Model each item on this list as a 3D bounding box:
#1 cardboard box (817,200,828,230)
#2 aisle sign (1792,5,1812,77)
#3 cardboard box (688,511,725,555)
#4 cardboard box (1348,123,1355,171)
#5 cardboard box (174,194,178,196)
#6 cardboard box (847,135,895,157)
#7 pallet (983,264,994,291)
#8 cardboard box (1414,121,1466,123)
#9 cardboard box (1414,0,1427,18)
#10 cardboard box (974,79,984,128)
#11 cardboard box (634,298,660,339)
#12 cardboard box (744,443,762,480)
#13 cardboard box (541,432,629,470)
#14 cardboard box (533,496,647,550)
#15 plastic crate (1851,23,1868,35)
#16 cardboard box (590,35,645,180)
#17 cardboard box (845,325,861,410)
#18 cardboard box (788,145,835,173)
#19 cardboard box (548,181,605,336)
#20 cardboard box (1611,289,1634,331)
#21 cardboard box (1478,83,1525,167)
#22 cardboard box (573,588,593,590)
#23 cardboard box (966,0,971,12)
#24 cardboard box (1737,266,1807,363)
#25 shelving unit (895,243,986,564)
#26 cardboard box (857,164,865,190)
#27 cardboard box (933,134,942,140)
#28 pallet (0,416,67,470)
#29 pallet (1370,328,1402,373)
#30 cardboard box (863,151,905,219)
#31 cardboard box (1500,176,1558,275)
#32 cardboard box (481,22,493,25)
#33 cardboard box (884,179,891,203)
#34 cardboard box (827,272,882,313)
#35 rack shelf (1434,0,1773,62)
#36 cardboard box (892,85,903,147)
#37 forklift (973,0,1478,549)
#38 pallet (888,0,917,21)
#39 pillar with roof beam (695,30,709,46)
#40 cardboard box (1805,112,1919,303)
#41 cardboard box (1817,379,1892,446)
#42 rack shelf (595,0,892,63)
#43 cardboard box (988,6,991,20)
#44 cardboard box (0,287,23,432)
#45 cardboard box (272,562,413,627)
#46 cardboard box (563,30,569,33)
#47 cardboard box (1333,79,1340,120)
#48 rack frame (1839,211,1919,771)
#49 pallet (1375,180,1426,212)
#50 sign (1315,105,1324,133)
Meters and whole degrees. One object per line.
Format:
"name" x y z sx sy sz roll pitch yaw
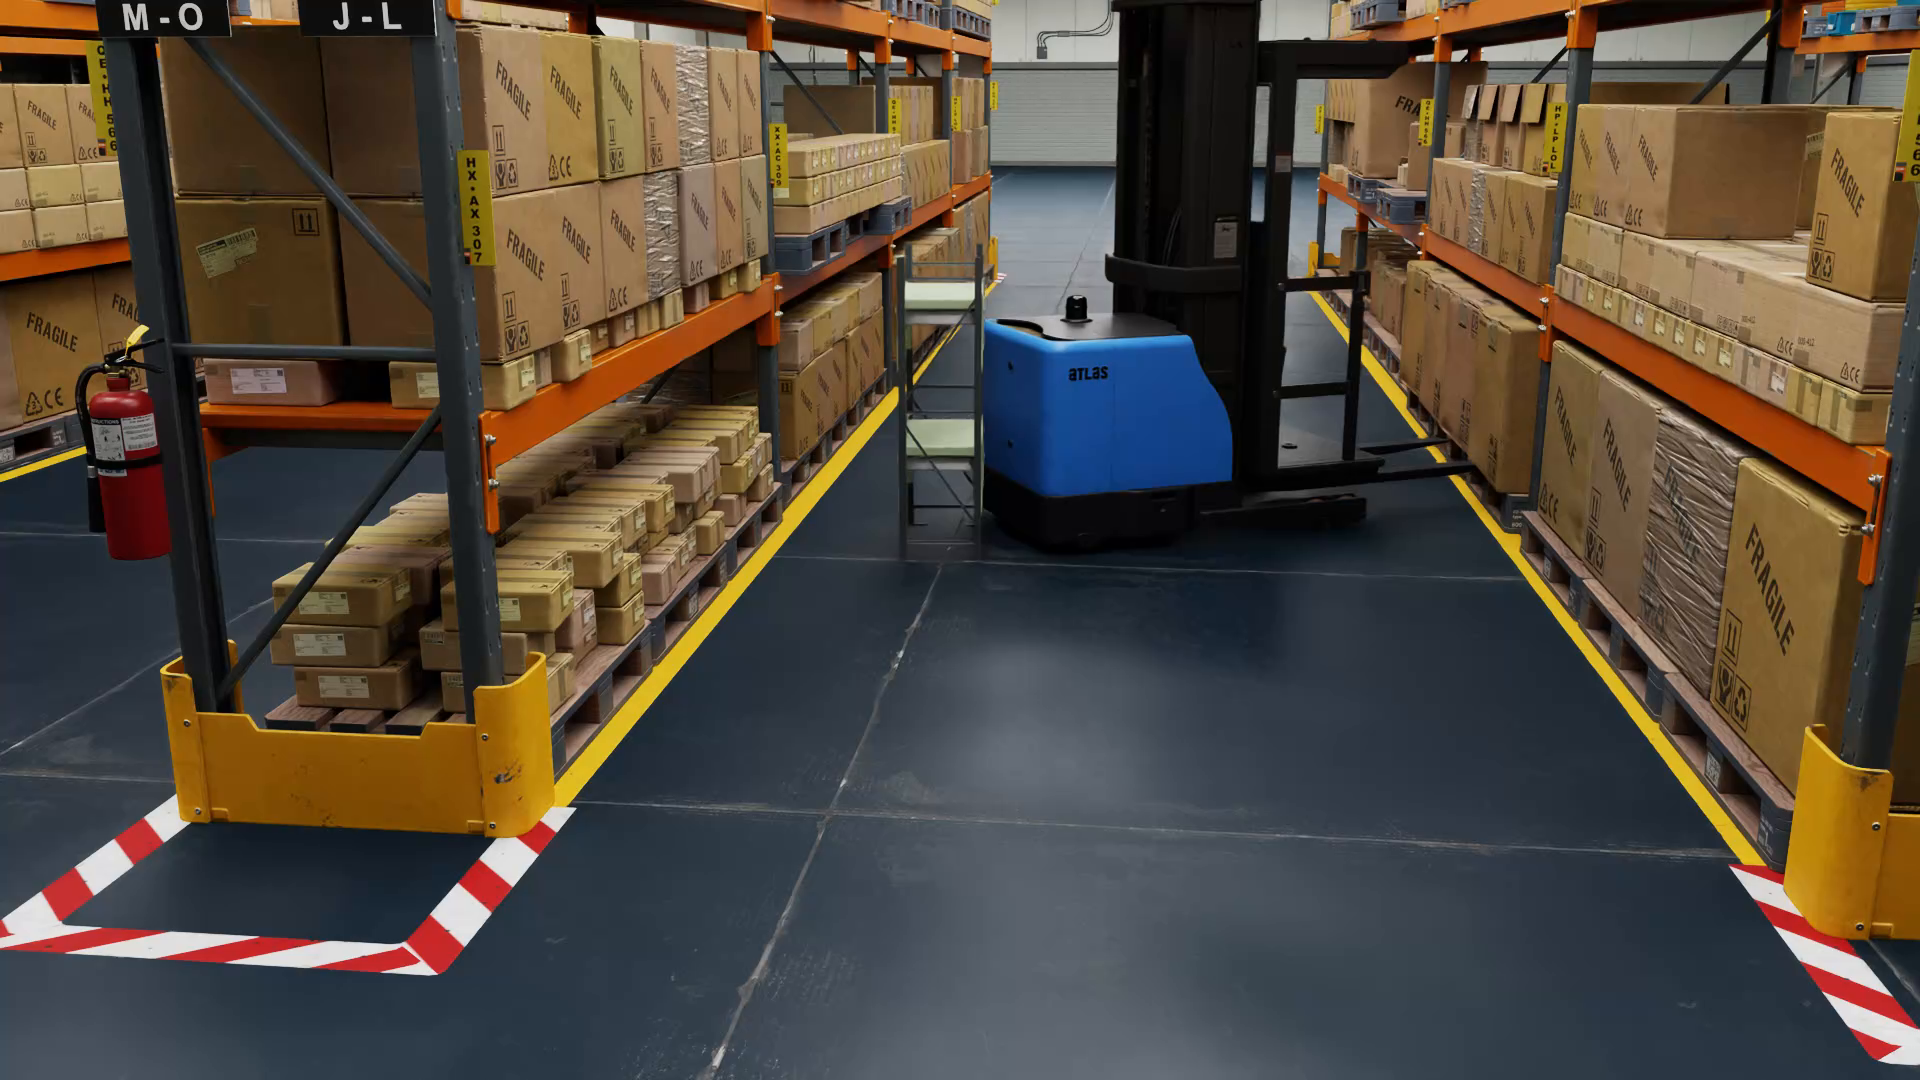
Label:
"cardboard box" -0.957 -1.834 9.374 0.380 0.149 0.250 2 15 7
"aisle sign" 9.425 -5.668 18.896 0.394 0.787 0.004 2 15 6
"cardboard box" -1.307 -0.038 7.713 0.380 0.149 0.250 2 15 6
"cardboard box" 4.495 -4.062 17.177 0.875 0.500 0.500 2 15 6
"cardboard box" -5.804 -2.404 12.095 0.500 0.250 0.500 2 15 7
"cardboard box" -0.663 -2.792 11.778 0.380 0.149 0.250 2 15 6
"pallet" -0.143 -3.148 19.900 1.003 0.211 1.213 2 15 6
"cardboard box" 4.232 -3.294 14.097 0.797 0.503 0.637 3 15 12
"cardboard box" 3.737 -4.092 12.589 0.500 0.250 0.500 2 15 6
"cardboard box" -0.181 -5.057 19.262 0.875 0.550 0.550 2 15 6
"cardboard box" -1.448 -0.913 6.774 0.380 0.149 0.250 2 15 8
"cardboard box" -1.222 -0.400 8.482 0.380 0.149 0.250 1 15 4
"cardboard box" -1.805 -0.417 7.975 0.380 0.149 0.250 1 15 5
"cardboard box" -1.485 -0.069 6.687 0.380 0.149 0.250 2 15 8
"plastic crate" 9.036 -5.097 16.525 0.243 0.136 0.396 2 15 6
"cardboard box" -1.490 -1.603 6.165 0.500 0.500 0.500 1 15 5
"cardboard box" -0.953 -1.175 11.243 0.500 0.500 0.500 1 15 4
"cardboard box" -0.926 -2.188 9.543 0.380 0.149 0.250 2 15 7
"cardboard box" -1.575 -0.994 5.830 0.500 0.500 0.500 2 15 6
"cardboard box" 2.953 -0.960 6.947 0.380 0.149 0.250 1 15 5
"cardboard box" 3.709 -2.631 10.533 0.797 0.503 0.637 2 15 8
"cardboard box" -1.595 0.212 6.219 0.380 0.149 0.250 2 15 7
"cardboard box" -0.090 -5.593 17.337 0.380 0.149 0.250 1 15 5
"cardboard box" 2.830 -0.718 5.289 0.500 0.250 0.500 1 15 5
"shelving unit" -0.090 -0.707 8.402 0.431 1.500 0.755 0 15 1
"cardboard box" -0.808 -2.311 10.569 0.380 0.149 0.250 1 15 5
"cardboard box" -0.552 -3.835 16.810 0.875 0.550 0.550 2 15 6
"pallet" -6.402 -0.567 10.356 1.003 0.211 1.213 2 15 6
"pallet" 4.114 -1.629 14.281 1.003 0.211 1.213 2 15 6
"cardboard box" -0.714 -2.786 13.026 0.500 0.500 0.500 2 15 7
"cardboard box" 3.277 -1.725 9.103 0.500 0.500 0.500 2 15 8
"cardboard box" -5.161 -5.384 17.561 0.380 0.149 0.250 2 15 8
"cardboard box" -0.690 -2.438 11.608 0.380 0.149 0.250 2 15 7
"cardboard box" -0.850 -1.802 12.127 0.500 0.250 0.500 1 15 5
"rack shelf" 3.658 -3.039 9.785 1.077 0.370 4.000 2 15 6
"cardboard box" -0.861 -3.540 13.902 0.700 0.500 0.500 1 15 5
"forklift" 1.644 -1.590 8.926 3.031 2.935 1.130 -6 16 -20
"pallet" -1.013 -4.154 12.895 1.213 0.211 1.003 2 15 9
"pillar with roof beam" -3.304 -15.365 48.244 9.100 9.000 0.400 2 15 6
"cardboard box" 2.775 -0.949 4.706 0.500 0.500 0.500 2 15 7
"cardboard box" 2.694 -0.363 4.738 0.380 0.149 0.250 2 15 7
"rack shelf" -1.259 -3.211 10.422 1.077 0.370 4.000 2 15 6
"cardboard box" 0.169 -6.185 19.529 0.380 0.149 0.250 2 15 6
"cardboard box" -6.424 -1.051 10.070 0.875 0.875 0.875 2 15 8
"cardboard box" -2.128 0.187 5.740 0.380 0.149 0.250 2 15 7
"cardboard box" -4.818 -5.984 19.780 0.380 0.149 0.250 2 15 7
"cardboard box" 4.335 -4.812 18.035 0.500 0.500 0.500 2 15 6
"rack frame" 2.981 -0.382 4.328 1.000 3.000 0.127 2 15 6
"pallet" 4.067 -2.879 13.929 1.003 0.211 1.213 2 15 6
"sign" 4.248 -4.965 19.620 0.100 0.325 0.005 2 15 6
